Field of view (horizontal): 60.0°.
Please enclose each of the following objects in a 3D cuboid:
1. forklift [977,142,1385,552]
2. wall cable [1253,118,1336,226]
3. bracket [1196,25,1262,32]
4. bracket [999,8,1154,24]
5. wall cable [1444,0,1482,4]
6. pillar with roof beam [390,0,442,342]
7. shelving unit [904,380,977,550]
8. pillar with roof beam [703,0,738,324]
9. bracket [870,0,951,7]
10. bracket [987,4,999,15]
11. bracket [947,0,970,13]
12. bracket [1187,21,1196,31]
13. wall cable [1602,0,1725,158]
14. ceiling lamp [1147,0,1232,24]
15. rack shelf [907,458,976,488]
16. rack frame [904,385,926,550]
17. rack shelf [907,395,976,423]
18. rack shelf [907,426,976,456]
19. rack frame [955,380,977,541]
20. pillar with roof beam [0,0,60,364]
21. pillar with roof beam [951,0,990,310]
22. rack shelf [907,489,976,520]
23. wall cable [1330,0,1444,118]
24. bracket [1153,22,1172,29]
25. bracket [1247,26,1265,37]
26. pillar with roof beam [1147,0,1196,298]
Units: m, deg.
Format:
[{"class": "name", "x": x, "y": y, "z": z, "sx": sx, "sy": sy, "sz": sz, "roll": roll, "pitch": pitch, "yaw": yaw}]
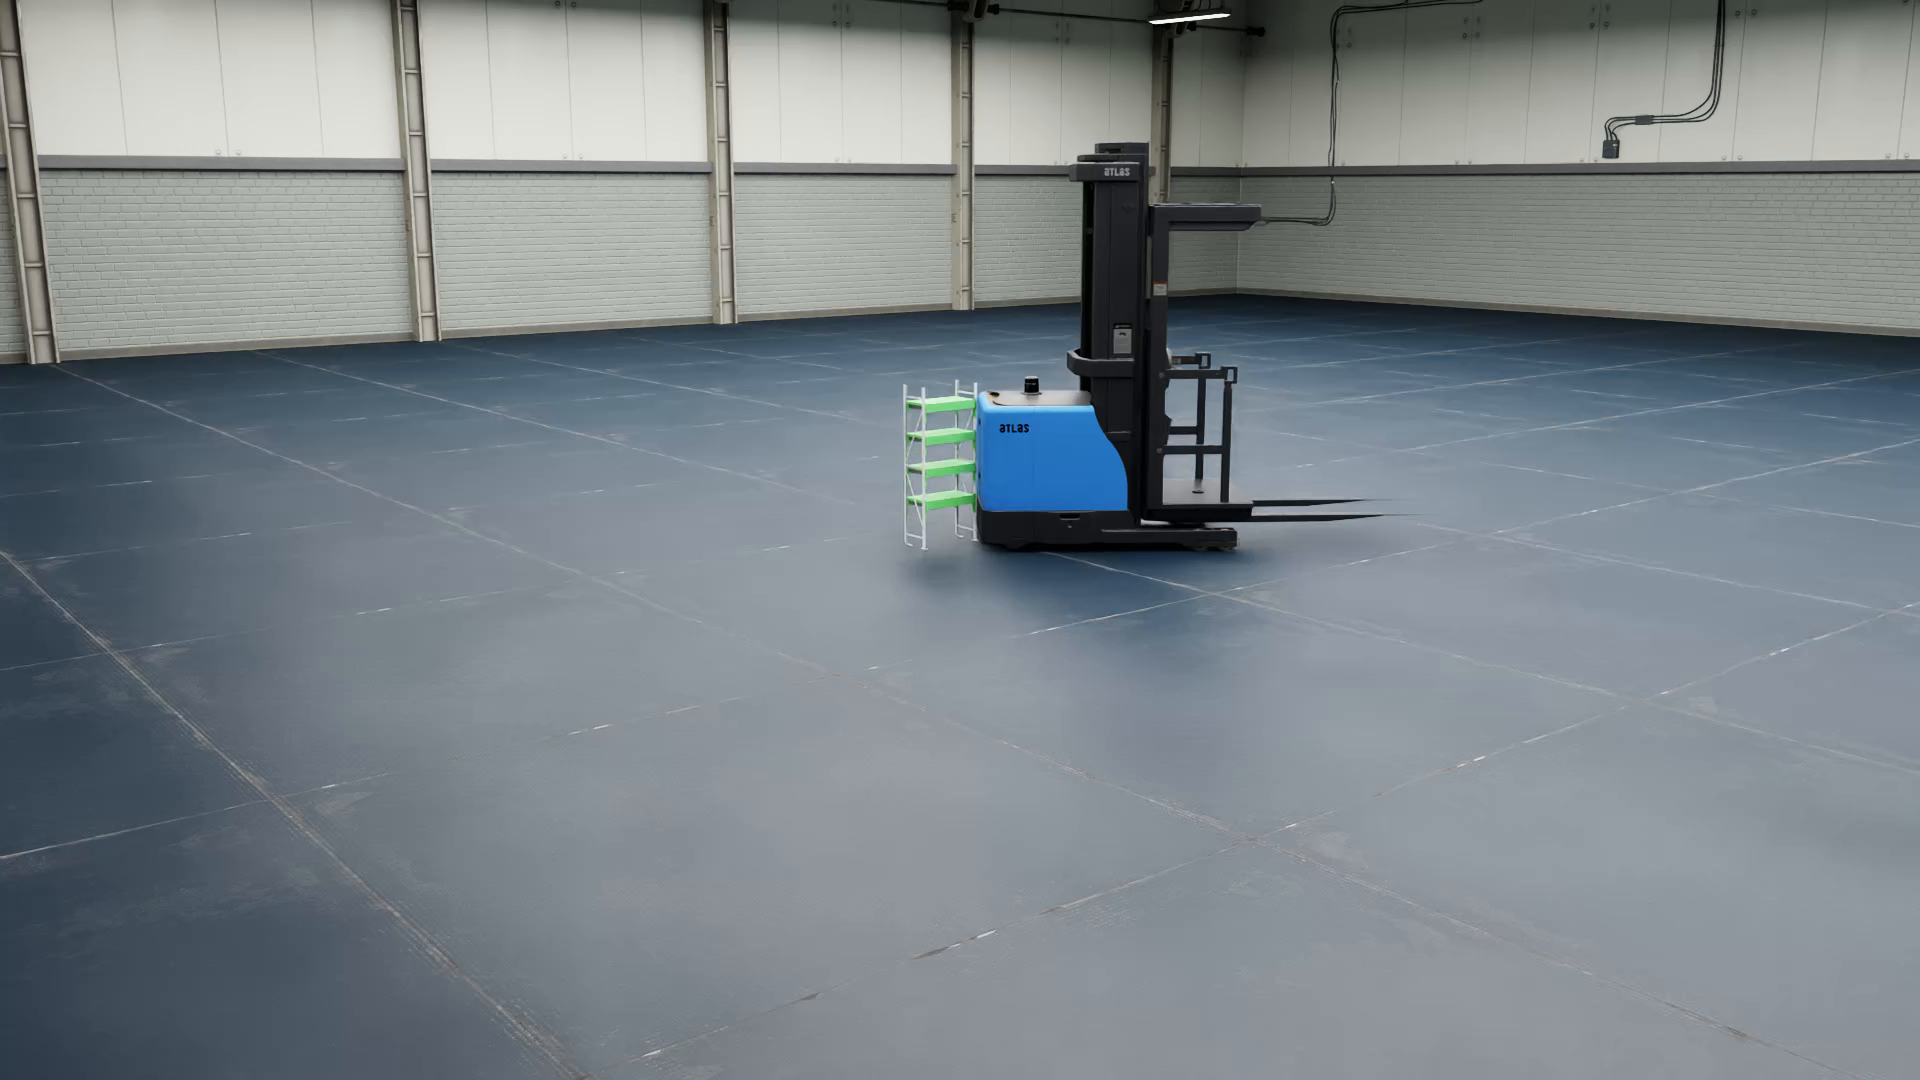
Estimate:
[{"class": "forklift", "x": 1.651, "y": -1.459, "z": 12.443, "sx": 3.031, "sy": 2.935, "sz": 1.130, "roll": -1, "pitch": 12, "yaw": -3}, {"class": "wall cable", "x": 7.874, "y": -8.877, "z": 40.245, "sx": 0.112, "sy": 2.526, "sz": 3.097, "roll": -9, "pitch": 15, "yaw": -38}, {"class": "bracket", "x": 6.682, "y": -12.216, "z": 39.828, "sx": 3.189, "sy": 0.066, "sz": 0.076, "roll": -9, "pitch": 15, "yaw": -38}, {"class": "bracket", "x": 2.633, "y": -11.543, "z": 36.659, "sx": 4.783, "sy": 0.066, "sz": 0.076, "roll": -9, "pitch": 15, "yaw": -38}, {"class": "wall cable", "x": 11.497, "y": -12.632, "z": 34.817, "sx": 0.112, "sy": 2.526, "sz": 3.097, "roll": -9, "pitch": 15, "yaw": -38}, {"class": "pillar with roof beam", "x": -6.619, "y": -7.194, "z": 24.844, "sx": 0.400, "sy": 9.000, "sz": 9.100, "roll": -9, "pitch": 15, "yaw": -38}, {"class": "shelving unit", "x": -0.144, "y": -0.566, "z": 12.402, "sx": 0.503, "sy": 1.200, "sz": 0.258, "roll": -9, "pitch": 15, "yaw": -38}, {"class": "pillar with roof beam", "x": -1.934, "y": -7.973, "z": 28.511, "sx": 0.548, "sy": 9.000, "sz": 9.100, "roll": -9, "pitch": 15, "yaw": -38}, {"class": "bracket", "x": -2.052, "y": -10.764, "z": 32.992, "sx": 4.783, "sy": 0.066, "sz": 0.076, "roll": -9, "pitch": 15, "yaw": -38}, {"class": "bracket", "x": 0.608, "y": -11.207, "z": 35.074, "sx": 0.430, "sy": 0.232, "sz": 0.235, "roll": -9, "pitch": 15, "yaw": -38}, {"class": "bracket", "x": -0.040, "y": -11.099, "z": 34.567, "sx": 0.430, "sy": 0.232, "sz": 0.235, "roll": -9, "pitch": 15, "yaw": -38}, {"class": "bracket", "x": 5.293, "y": -11.985, "z": 38.740, "sx": 0.430, "sy": 0.232, "sz": 0.235, "roll": -9, "pitch": 15, "yaw": -38}, {"class": "wall cable", "x": 13.792, "y": -10.518, "z": 32.308, "sx": 0.169, "sy": 6.003, "sz": 2.305, "roll": -9, "pitch": 15, "yaw": -38}, {"class": "ceiling lamp", "x": 4.697, "y": -11.812, "z": 32.536, "sx": 0.800, "sy": 3.185, "sz": 2.000, "roll": -9, "pitch": 15, "yaw": -38}, {"class": "rack shelf", "x": -0.144, "y": -0.503, "z": 12.416, "sx": 0.480, "sy": 0.148, "sz": 0.258, "roll": -9, "pitch": 15, "yaw": -38}, {"class": "rack frame", "x": -0.334, "y": -0.534, "z": 12.253, "sx": 0.015, "sy": 1.200, "sz": 0.240, "roll": -9, "pitch": 15, "yaw": -38}, {"class": "rack shelf", "x": -0.144, "y": -0.972, "z": 12.315, "sx": 0.480, "sy": 0.148, "sz": 0.258, "roll": -9, "pitch": 15, "yaw": -38}, {"class": "rack shelf", "x": -0.144, "y": -0.738, "z": 12.365, "sx": 0.480, "sy": 0.148, "sz": 0.258, "roll": -9, "pitch": 15, "yaw": -38}, {"class": "rack frame", "x": 0.046, "y": -0.597, "z": 12.552, "sx": 0.015, "sy": 1.200, "sz": 0.240, "roll": -9, "pitch": 15, "yaw": -38}, {"class": "pillar with roof beam", "x": -11.304, "y": -6.416, "z": 21.178, "sx": 0.400, "sy": 9.000, "sz": 9.100, "roll": -9, "pitch": 15, "yaw": -38}, {"class": "pillar with roof beam", "x": 2.751, "y": -8.751, "z": 32.177, "sx": 0.548, "sy": 9.000, "sz": 9.100, "roll": -9, "pitch": 15, "yaw": -38}, {"class": "rack shelf", "x": -0.144, "y": -0.268, "z": 12.466, "sx": 0.480, "sy": 0.148, "sz": 0.258, "roll": -9, "pitch": 15, "yaw": -38}, {"class": "wall cable", "x": 9.564, "y": -10.909, "z": 37.654, "sx": 0.112, "sy": 2.526, "sz": 3.097, "roll": -9, "pitch": 15, "yaw": -38}, {"class": "bracket", "x": 4.645, "y": -11.877, "z": 38.233, "sx": 0.430, "sy": 0.232, "sz": 0.235, "roll": -9, "pitch": 15, "yaw": -38}, {"class": "bracket", "x": 7.144, "y": -12.293, "z": 40.189, "sx": 0.430, "sy": 0.232, "sz": 0.235, "roll": -9, "pitch": 15, "yaw": -38}, {"class": "pillar with roof beam", "x": 7.437, "y": -9.530, "z": 35.844, "sx": 0.548, "sy": 9.000, "sz": 9.100, "roll": -9, "pitch": 15, "yaw": -38}]
